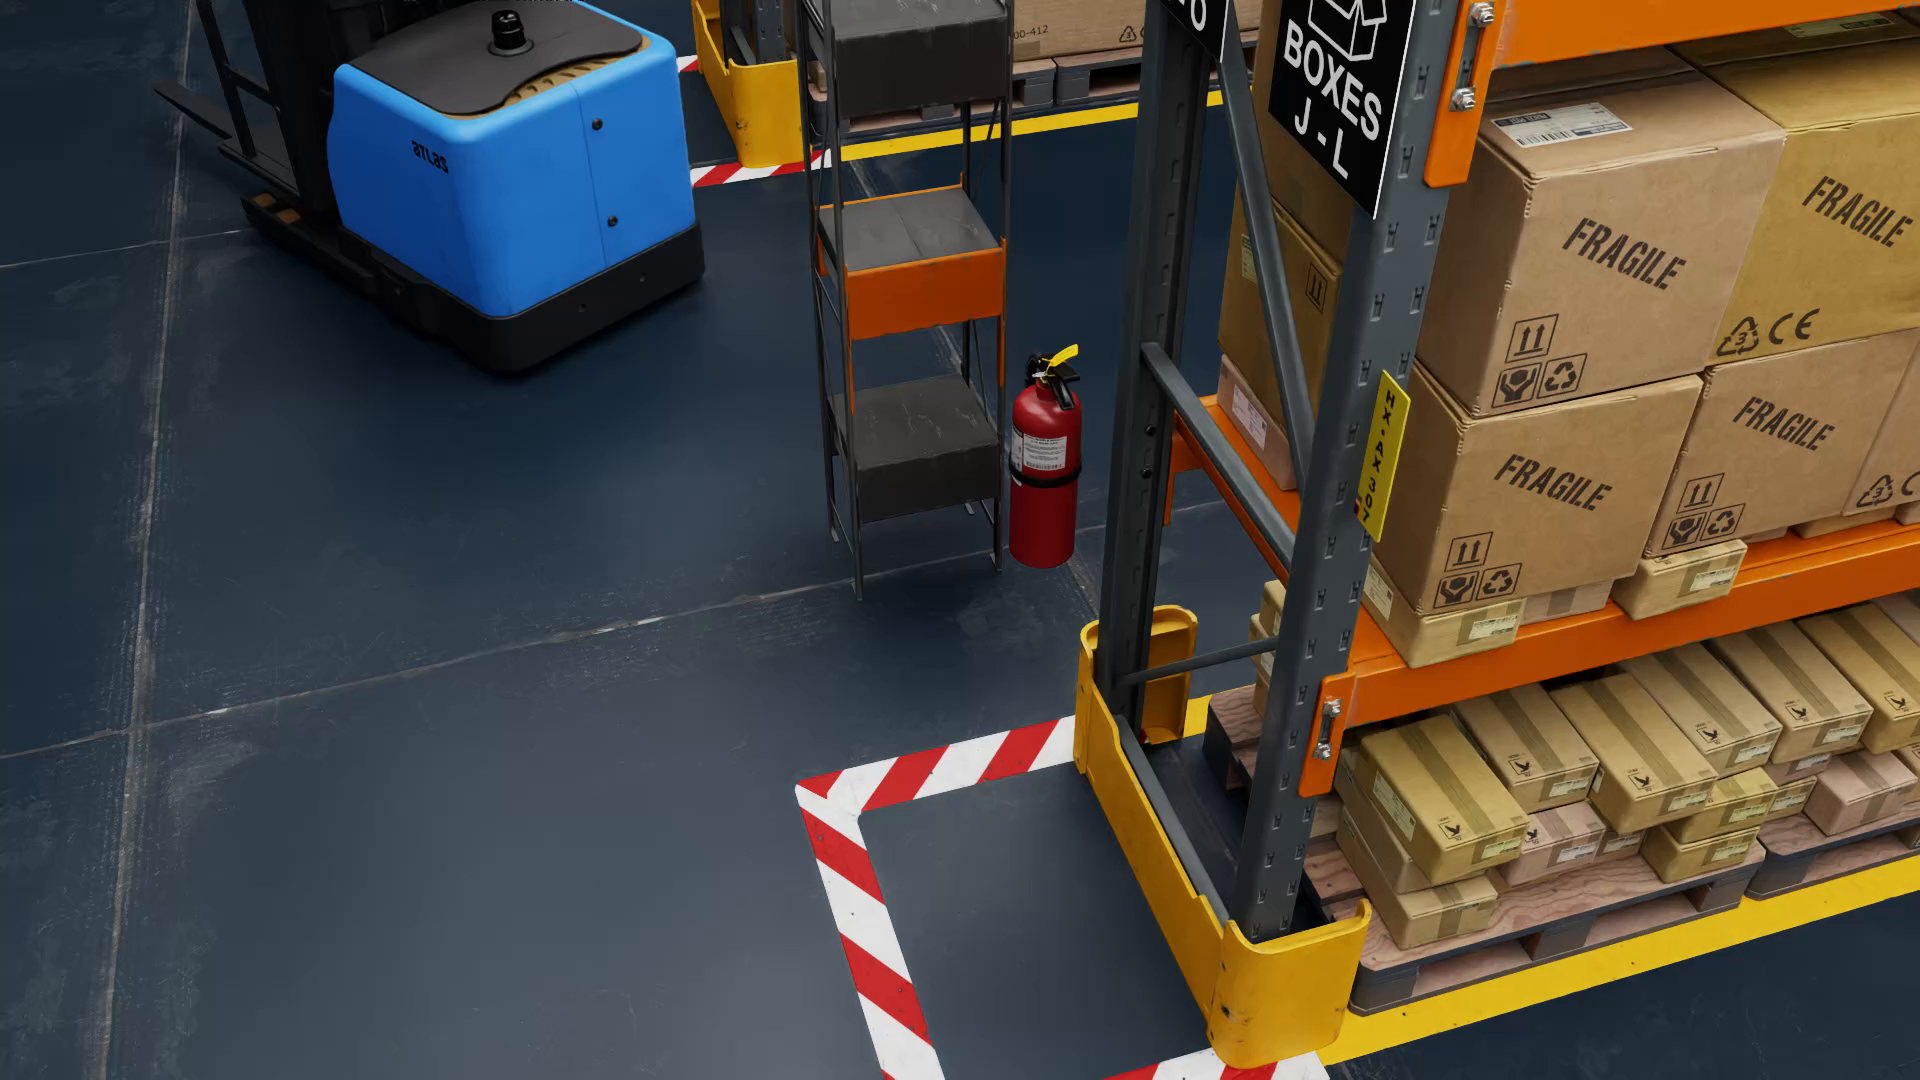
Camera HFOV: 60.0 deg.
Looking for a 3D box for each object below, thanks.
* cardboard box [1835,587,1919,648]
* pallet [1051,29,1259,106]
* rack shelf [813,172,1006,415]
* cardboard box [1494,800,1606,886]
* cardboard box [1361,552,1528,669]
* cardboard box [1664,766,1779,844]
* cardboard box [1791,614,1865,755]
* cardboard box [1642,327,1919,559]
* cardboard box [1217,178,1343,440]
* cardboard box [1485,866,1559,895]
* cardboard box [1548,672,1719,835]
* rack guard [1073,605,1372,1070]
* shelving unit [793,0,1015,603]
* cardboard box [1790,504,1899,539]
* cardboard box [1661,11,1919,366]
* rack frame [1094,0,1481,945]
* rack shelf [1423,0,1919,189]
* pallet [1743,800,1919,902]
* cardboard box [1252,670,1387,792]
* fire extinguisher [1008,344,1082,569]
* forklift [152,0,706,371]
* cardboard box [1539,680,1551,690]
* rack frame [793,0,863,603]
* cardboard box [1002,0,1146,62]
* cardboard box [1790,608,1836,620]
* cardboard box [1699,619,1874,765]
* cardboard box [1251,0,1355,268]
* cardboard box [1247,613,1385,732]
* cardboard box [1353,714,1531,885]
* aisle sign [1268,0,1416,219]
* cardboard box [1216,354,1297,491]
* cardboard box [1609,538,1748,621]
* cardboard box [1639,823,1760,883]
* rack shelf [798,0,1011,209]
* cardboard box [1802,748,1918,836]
[{"bbox_3d":[2.652,0.257,4.572,0.250,0.149,0.380,-12,42,-13],"label":"cardboard box"},{"bbox_3d":[0.907,-2.644,8.616,1.213,0.211,1.003,-12,42,-13],"label":"pallet"},{"bbox_3d":[-0.158,-0.748,5.031,0.480,0.518,0.431,-12,42,-13],"label":"rack shelf"},{"bbox_3d":[1.445,0.680,4.313,0.250,0.149,0.380,-12,43,-13],"label":"cardboard box"},{"bbox_3d":[0.997,0.074,3.576,0.250,0.149,0.380,-12,43,-13],"label":"cardboard box"},{"bbox_3d":[1.929,0.594,4.412,0.250,0.149,0.380,-10,42,-12],"label":"cardboard box"},{"bbox_3d":[2.400,0.402,4.632,0.250,0.149,0.380,-10,42,-11],"label":"cardboard box"},{"bbox_3d":[1.604,-0.349,3.567,0.500,0.500,0.500,-12,42,-13],"label":"cardboard box"},{"bbox_3d":[0.941,-0.562,3.811,0.500,0.500,0.500,-11,42,-12],"label":"cardboard box"},{"bbox_3d":[1.411,0.748,4.462,0.250,0.149,0.380,-12,43,-13],"label":"cardboard box"},{"bbox_3d":[1.697,0.540,4.248,0.250,0.149,0.380,-12,43,-13],"label":"cardboard box"},{"bbox_3d":[0.662,0.764,4.495,0.348,0.500,1.175,-12,42,-13],"label":"rack guard"},{"bbox_3d":[-0.158,-0.758,5.022,0.503,2.100,0.431,-12,42,-13],"label":"shelving unit"},{"bbox_3d":[1.972,-0.197,3.887,0.250,0.149,0.380,-12,43,-13],"label":"cardboard box"},{"bbox_3d":[1.577,-0.714,3.226,0.500,0.500,0.500,-11,42,-12],"label":"cardboard box"},{"bbox_3d":[0.590,-0.162,3.656,0.127,3.000,1.000,-12,42,-13],"label":"rack frame"},{"bbox_3d":[2.497,-1.416,3.358,4.000,0.370,1.077,-12,42,-13],"label":"rack shelf"},{"bbox_3d":[2.609,0.496,5.022,1.213,0.211,1.003,-12,42,-13],"label":"pallet"},{"bbox_3d":[1.029,0.518,4.724,0.250,0.149,0.380,-11,42,-12],"label":"cardboard box"},{"bbox_3d":[0.211,-0.232,4.078,0.183,0.674,0.296,-12,42,-13],"label":"fire extinguisher"},{"bbox_3d":[-2.490,-2.592,6.490,3.031,2.935,1.130,31,50,30],"label":"forklift"},{"bbox_3d":[1.522,0.406,4.853,0.250,0.149,0.380,-12,43,-13],"label":"cardboard box"},{"bbox_3d":[-0.391,-0.710,4.967,0.015,2.100,0.400,-12,42,-13],"label":"rack frame"},{"bbox_3d":[0.476,-2.821,8.327,0.875,0.438,0.875,-11,42,-12],"label":"cardboard box"},{"bbox_3d":[2.508,0.215,5.072,0.250,0.149,0.380,-11,42,-12],"label":"cardboard box"},{"bbox_3d":[2.176,0.390,4.420,0.250,0.149,0.380,-10,42,-11],"label":"cardboard box"},{"bbox_3d":[0.951,-0.935,3.478,0.500,0.500,0.500,-13,43,-14],"label":"cardboard box"},{"bbox_3d":[1.007,0.358,4.682,0.250,0.149,0.380,-13,43,-14],"label":"cardboard box"},{"bbox_3d":[1.191,0.639,4.134,0.250,0.149,0.380,-14,43,-15],"label":"cardboard box"},{"bbox_3d":[0.610,-0.938,2.568,0.004,0.787,0.394,-12,42,-13],"label":"aisle sign"},{"bbox_3d":[0.816,-0.309,4.015,0.250,0.149,0.380,-12,42,-13],"label":"cardboard box"},{"bbox_3d":[1.500,-0.022,3.686,0.250,0.149,0.380,-13,43,-14],"label":"cardboard box"},{"bbox_3d":[1.922,0.712,4.502,0.250,0.149,0.380,-11,42,-13],"label":"cardboard box"},{"bbox_3d":[-0.158,-1.275,4.570,0.480,0.518,0.431,-12,42,-13],"label":"rack shelf"},{"bbox_3d":[2.401,0.608,4.622,0.250,0.149,0.380,-14,43,-15],"label":"cardboard box"}]
